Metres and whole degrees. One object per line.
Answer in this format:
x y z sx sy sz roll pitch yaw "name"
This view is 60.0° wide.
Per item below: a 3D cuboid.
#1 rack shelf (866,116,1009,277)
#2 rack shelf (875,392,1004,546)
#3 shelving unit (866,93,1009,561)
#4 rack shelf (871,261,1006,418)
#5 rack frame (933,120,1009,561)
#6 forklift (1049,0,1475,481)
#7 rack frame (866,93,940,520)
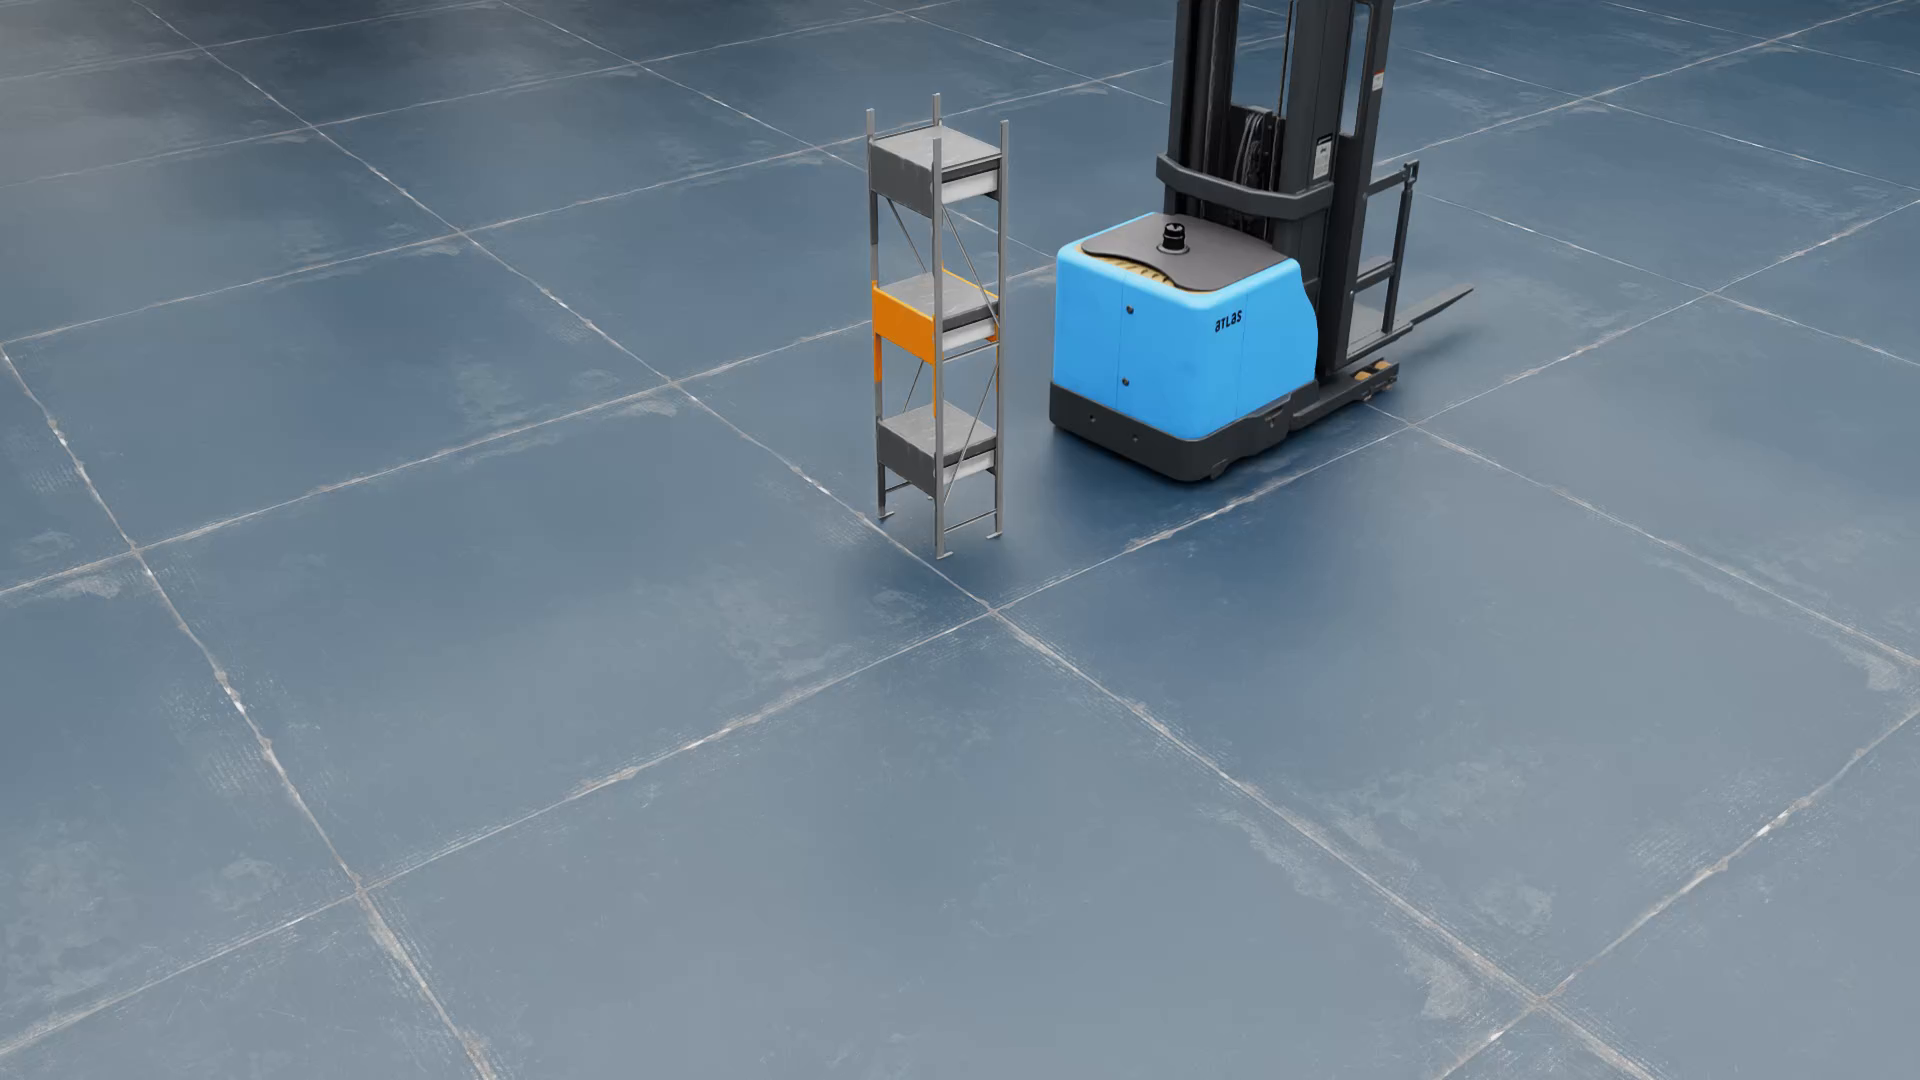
-0.101 -1.544 7.445 0.431 0.518 0.480 -22 38 -31 "rack shelf"
-0.102 -0.355 8.184 0.431 0.518 0.480 -22 38 -31 "rack shelf"
-0.101 -0.961 7.807 0.431 2.100 0.503 -22 38 -31 "shelving unit"
-0.101 -0.949 7.814 0.431 0.518 0.480 -22 38 -31 "rack shelf"
0.048 -0.859 7.643 0.400 2.100 0.015 -22 38 -31 "rack frame"
1.900 -2.217 9.042 3.031 2.935 1.130 -27 41 -36 "forklift"
-0.251 -1.063 7.971 0.400 2.100 0.015 -22 38 -31 "rack frame"
